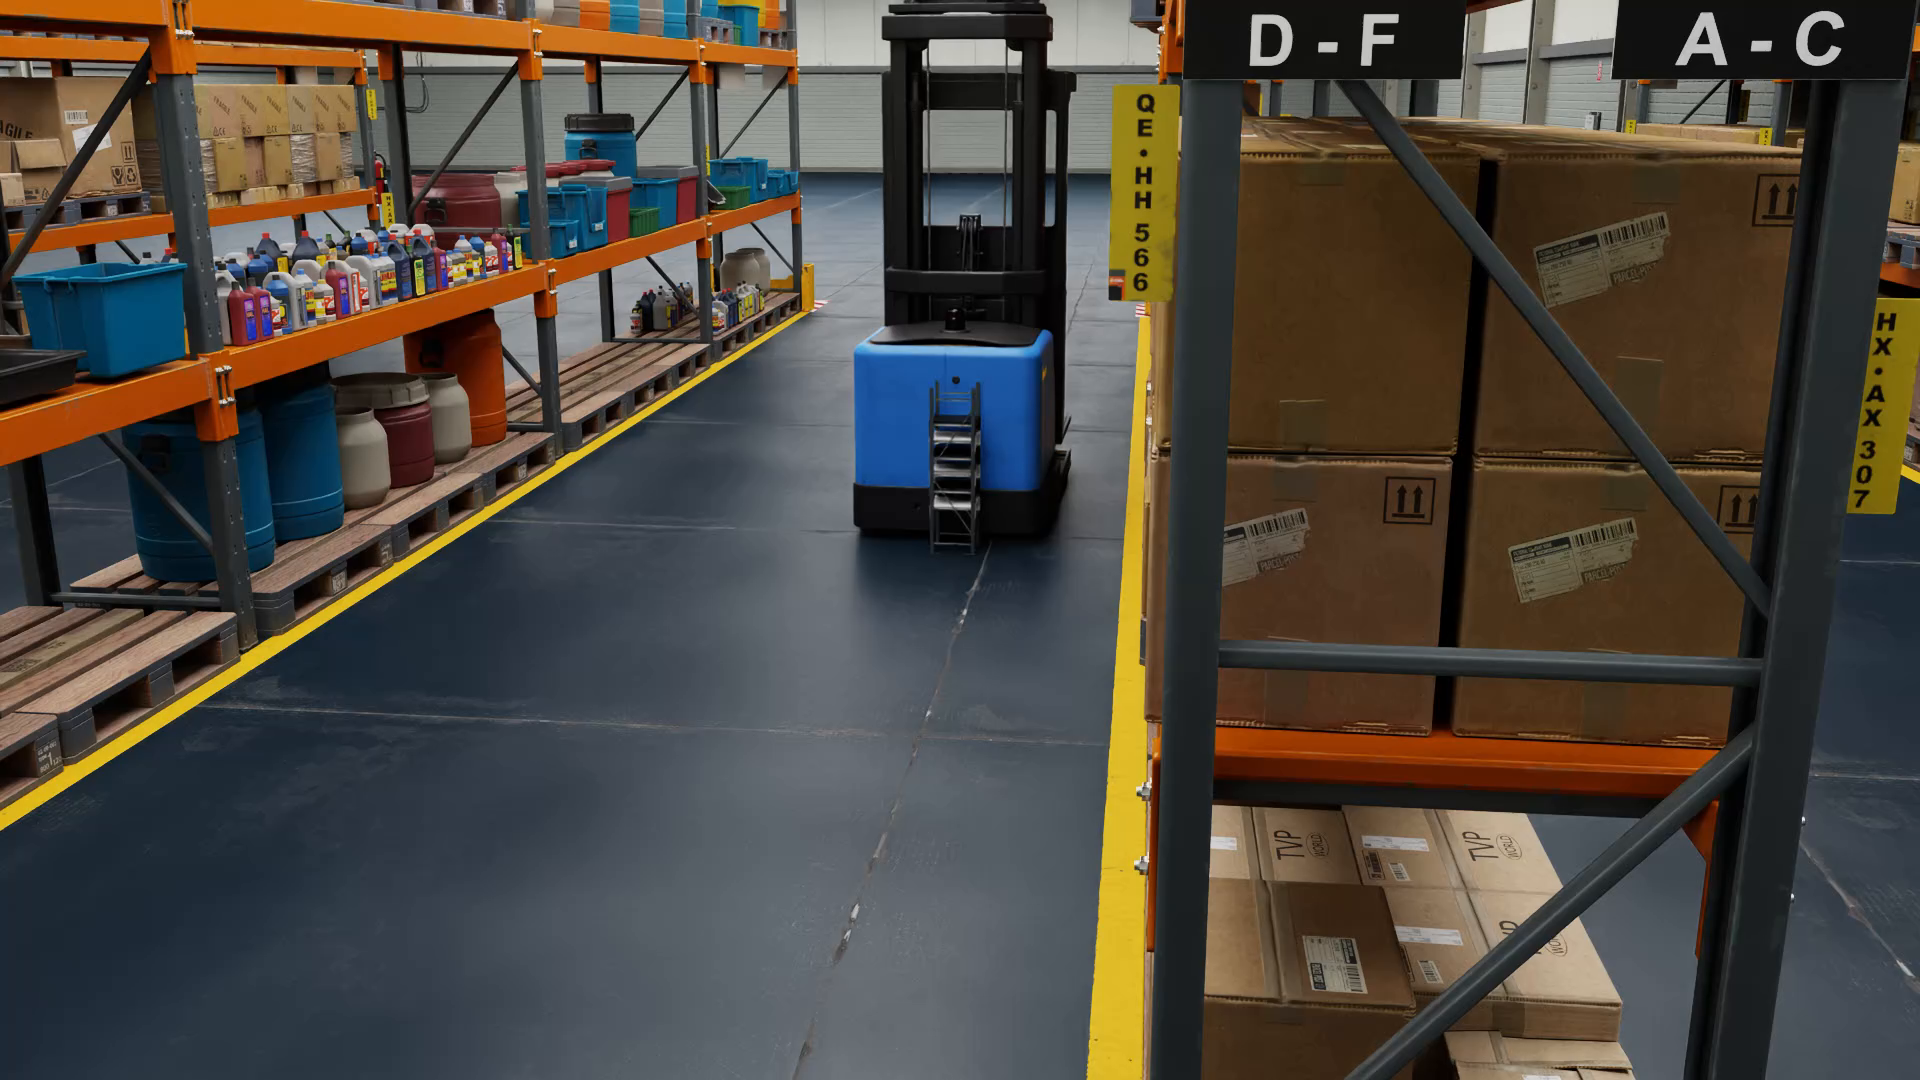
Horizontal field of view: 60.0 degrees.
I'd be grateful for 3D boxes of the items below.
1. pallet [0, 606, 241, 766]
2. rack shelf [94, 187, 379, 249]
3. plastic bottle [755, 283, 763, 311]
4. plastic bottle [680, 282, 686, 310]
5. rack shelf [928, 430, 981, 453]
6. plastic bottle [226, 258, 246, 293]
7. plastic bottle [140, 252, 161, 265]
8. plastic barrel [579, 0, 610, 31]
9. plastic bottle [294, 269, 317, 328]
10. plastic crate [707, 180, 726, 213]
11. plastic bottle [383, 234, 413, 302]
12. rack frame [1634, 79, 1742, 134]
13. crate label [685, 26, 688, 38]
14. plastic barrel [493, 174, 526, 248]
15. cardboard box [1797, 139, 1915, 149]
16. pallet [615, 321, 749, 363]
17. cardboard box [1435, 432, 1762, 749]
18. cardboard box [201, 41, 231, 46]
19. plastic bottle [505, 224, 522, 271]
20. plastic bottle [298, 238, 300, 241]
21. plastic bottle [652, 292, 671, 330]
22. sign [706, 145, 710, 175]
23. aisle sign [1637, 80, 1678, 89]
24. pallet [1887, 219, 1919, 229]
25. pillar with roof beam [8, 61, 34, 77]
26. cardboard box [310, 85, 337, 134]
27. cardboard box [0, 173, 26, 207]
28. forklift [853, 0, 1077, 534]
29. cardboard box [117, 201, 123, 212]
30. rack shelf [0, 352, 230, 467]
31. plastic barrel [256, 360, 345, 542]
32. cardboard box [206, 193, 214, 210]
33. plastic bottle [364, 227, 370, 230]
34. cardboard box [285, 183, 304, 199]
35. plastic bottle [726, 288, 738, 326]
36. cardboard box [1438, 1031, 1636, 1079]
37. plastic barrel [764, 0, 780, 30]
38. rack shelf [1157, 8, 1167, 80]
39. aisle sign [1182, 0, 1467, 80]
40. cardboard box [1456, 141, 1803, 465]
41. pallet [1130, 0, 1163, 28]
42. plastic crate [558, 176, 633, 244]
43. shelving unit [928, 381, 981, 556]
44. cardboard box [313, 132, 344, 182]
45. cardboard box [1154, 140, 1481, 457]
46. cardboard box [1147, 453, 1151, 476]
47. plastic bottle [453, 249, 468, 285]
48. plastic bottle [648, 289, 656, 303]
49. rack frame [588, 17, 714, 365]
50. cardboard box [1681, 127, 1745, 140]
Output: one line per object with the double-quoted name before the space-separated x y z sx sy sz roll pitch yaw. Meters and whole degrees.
"pallet" -3.684 0.558 6.696 1.003 0.211 1.213 2 15 6
"rack shelf" -7.432 -3.373 17.266 1.077 0.370 4.000 2 15 6
"plastic bottle" -2.052 -2.474 16.925 0.061 0.283 0.133 2 15 8
"plastic bottle" -2.843 -2.475 16.928 0.061 0.283 0.133 2 15 7
"rack shelf" -0.027 -0.523 8.810 0.258 0.077 0.200 2 15 7
"plastic bottle" -3.677 -1.292 8.439 0.097 0.271 0.097 0 15 0
"plastic bottle" -3.861 -1.205 7.965 0.144 0.351 0.185 2 15 6
"plastic barrel" -2.806 -4.049 11.822 0.600 0.830 0.708 2 15 6
"plastic bottle" -3.127 -1.151 7.920 0.097 0.271 0.097 0 15 0
"plastic crate" -2.551 -3.157 15.211 0.767 0.338 0.504 2 15 6
"plastic bottle" -3.034 -1.458 8.900 0.144 0.351 0.185 2 15 6
"rack frame" 7.558 -3.801 17.472 1.000 3.000 0.127 2 15 6
"crate label" -2.825 -4.993 16.420 0.502 0.251 0.408 2 15 6
"plastic barrel" -3.284 -2.345 11.873 0.421 0.512 0.421 0 15 0
"cardboard box" 7.016 -2.893 13.081 0.700 0.500 0.500 2 15 6
"pallet" -2.620 -1.882 15.718 1.003 0.211 1.213 2 15 6
"cardboard box" 1.143 0.048 3.045 0.500 0.500 0.500 2 15 7
"cardboard box" -7.298 -4.823 15.794 0.500 0.250 0.500 2 15 6
"plastic bottle" -2.810 -1.844 10.459 0.061 0.283 0.133 2 15 6
"plastic bottle" -3.734 -1.560 9.410 0.061 0.283 0.133 2 15 6
"plastic bottle" -2.807 -2.160 15.636 0.144 0.351 0.185 2 15 6
"sign" -2.832 -4.244 18.579 0.100 0.325 0.005 2 15 6
"aisle sign" 7.268 -5.083 17.235 0.394 0.787 0.004 2 15 6
"pallet" 6.838 -2.148 11.727 1.003 0.211 1.213 2 15 6
"pillar with roof beam" -16.651 -11.959 36.151 9.100 9.000 0.400 2 15 6
"cardboard box" -7.074 -4.633 17.874 0.500 0.500 0.500 2 15 6
"cardboard box" -7.692 -2.722 12.965 0.500 0.250 0.500 1 15 5
"forklift" 0.121 -1.784 10.145 1.130 2.935 3.031 2 15 7
"cardboard box" -7.926 -3.144 15.525 0.380 0.149 0.250 2 15 6
"rack shelf" -3.865 -0.114 5.217 1.077 0.370 4.000 2 15 6
"plastic barrel" -3.481 -0.494 8.460 0.600 0.901 0.708 2 15 6
"cardboard box" -7.294 -3.191 15.699 0.380 0.149 0.250 2 15 6
"plastic bottle" -3.641 -1.775 10.203 0.061 0.283 0.133 2 15 6
"cardboard box" -7.099 -3.645 17.378 0.380 0.149 0.250 2 15 6
"plastic bottle" -2.212 -2.235 15.913 0.144 0.351 0.185 1 15 4
"cardboard box" 1.247 1.196 3.578 0.380 0.166 0.250 2 15 6
"plastic barrel" -2.214 -5.821 17.569 0.600 0.830 0.708 2 15 6
"rack shelf" 1.507 -2.453 8.119 1.077 0.370 4.000 2 15 6
"aisle sign" 0.518 -1.042 2.290 0.394 0.787 0.004 2 15 6
"cardboard box" 1.143 -0.434 2.915 0.500 0.500 0.500 2 15 8
"pallet" 1.721 -3.406 10.629 1.213 0.211 1.003 2 15 9
"plastic crate" -2.702 -2.459 12.386 0.402 0.464 0.583 2 15 6
"shelving unit" -0.027 -0.381 8.848 0.258 0.900 0.210 2 15 7
"cardboard box" -7.233 -4.155 18.022 0.875 0.500 0.500 2 15 6
"cardboard box" 0.607 -0.451 2.975 0.500 0.500 0.500 2 15 6
"cardboard box" 1.117 -0.104 7.745 0.500 0.500 0.500 2 15 6
"plastic bottle" -2.922 -1.589 9.673 0.097 0.201 0.097 0 15 0
"plastic bottle" -2.929 -2.214 15.836 0.144 0.351 0.185 1 15 3
"rack frame" -2.737 -3.055 14.715 1.000 3.000 0.127 2 15 6
"cardboard box" 7.029 -3.589 15.502 0.500 0.500 0.500 2 15 8
